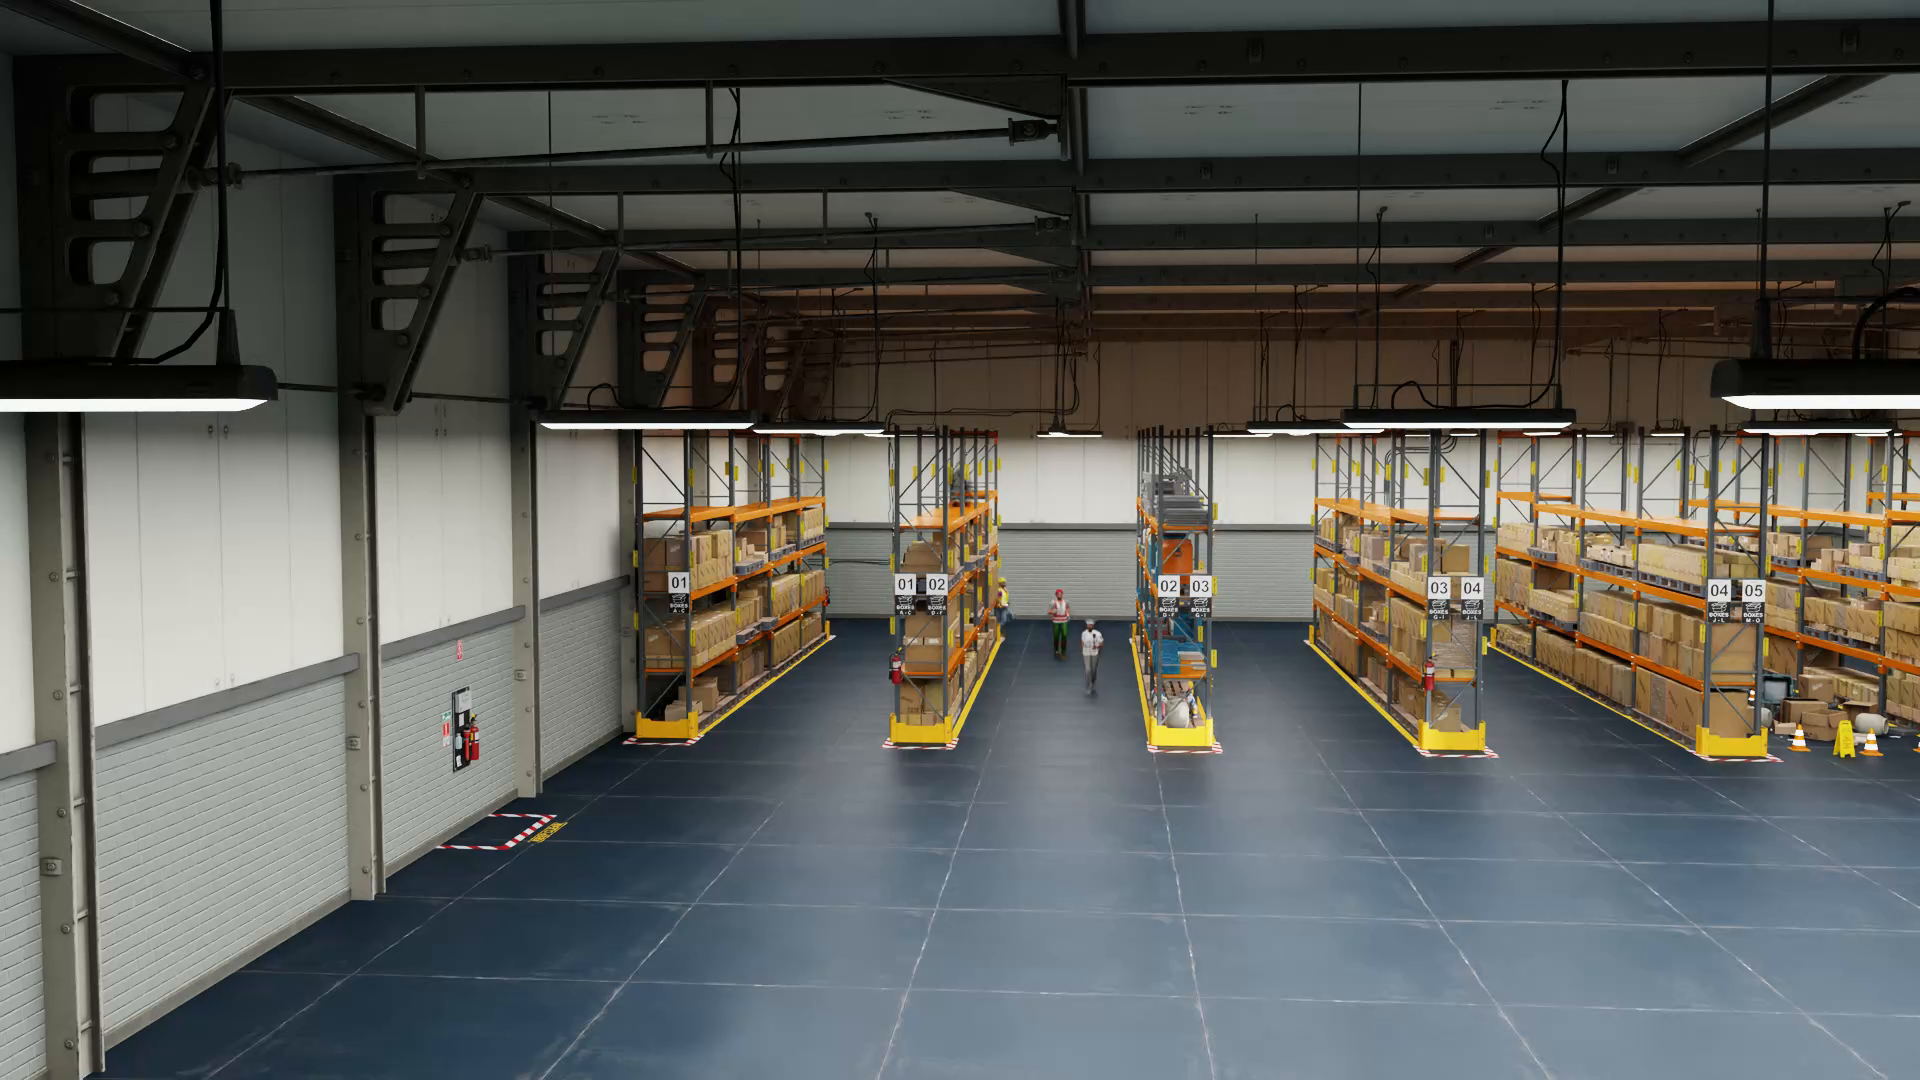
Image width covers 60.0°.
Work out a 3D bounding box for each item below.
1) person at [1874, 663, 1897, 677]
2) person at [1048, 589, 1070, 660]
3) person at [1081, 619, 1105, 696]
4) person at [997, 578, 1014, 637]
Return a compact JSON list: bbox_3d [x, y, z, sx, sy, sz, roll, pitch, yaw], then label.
[{"bbox_3d":[21.519,2.525,38.617,0.630,1.811,0.827,0,3,7],"label":"person"},{"bbox_3d":[2.609,2.197,43.667,0.640,1.839,0.782,0,3,-6],"label":"person"},{"bbox_3d":[2.985,2.622,37.593,0.568,1.714,0.843,1,4,12],"label":"person"},{"bbox_3d":[1.280,1.957,48.352,0.538,1.727,0.725,1,4,23],"label":"person"}]
